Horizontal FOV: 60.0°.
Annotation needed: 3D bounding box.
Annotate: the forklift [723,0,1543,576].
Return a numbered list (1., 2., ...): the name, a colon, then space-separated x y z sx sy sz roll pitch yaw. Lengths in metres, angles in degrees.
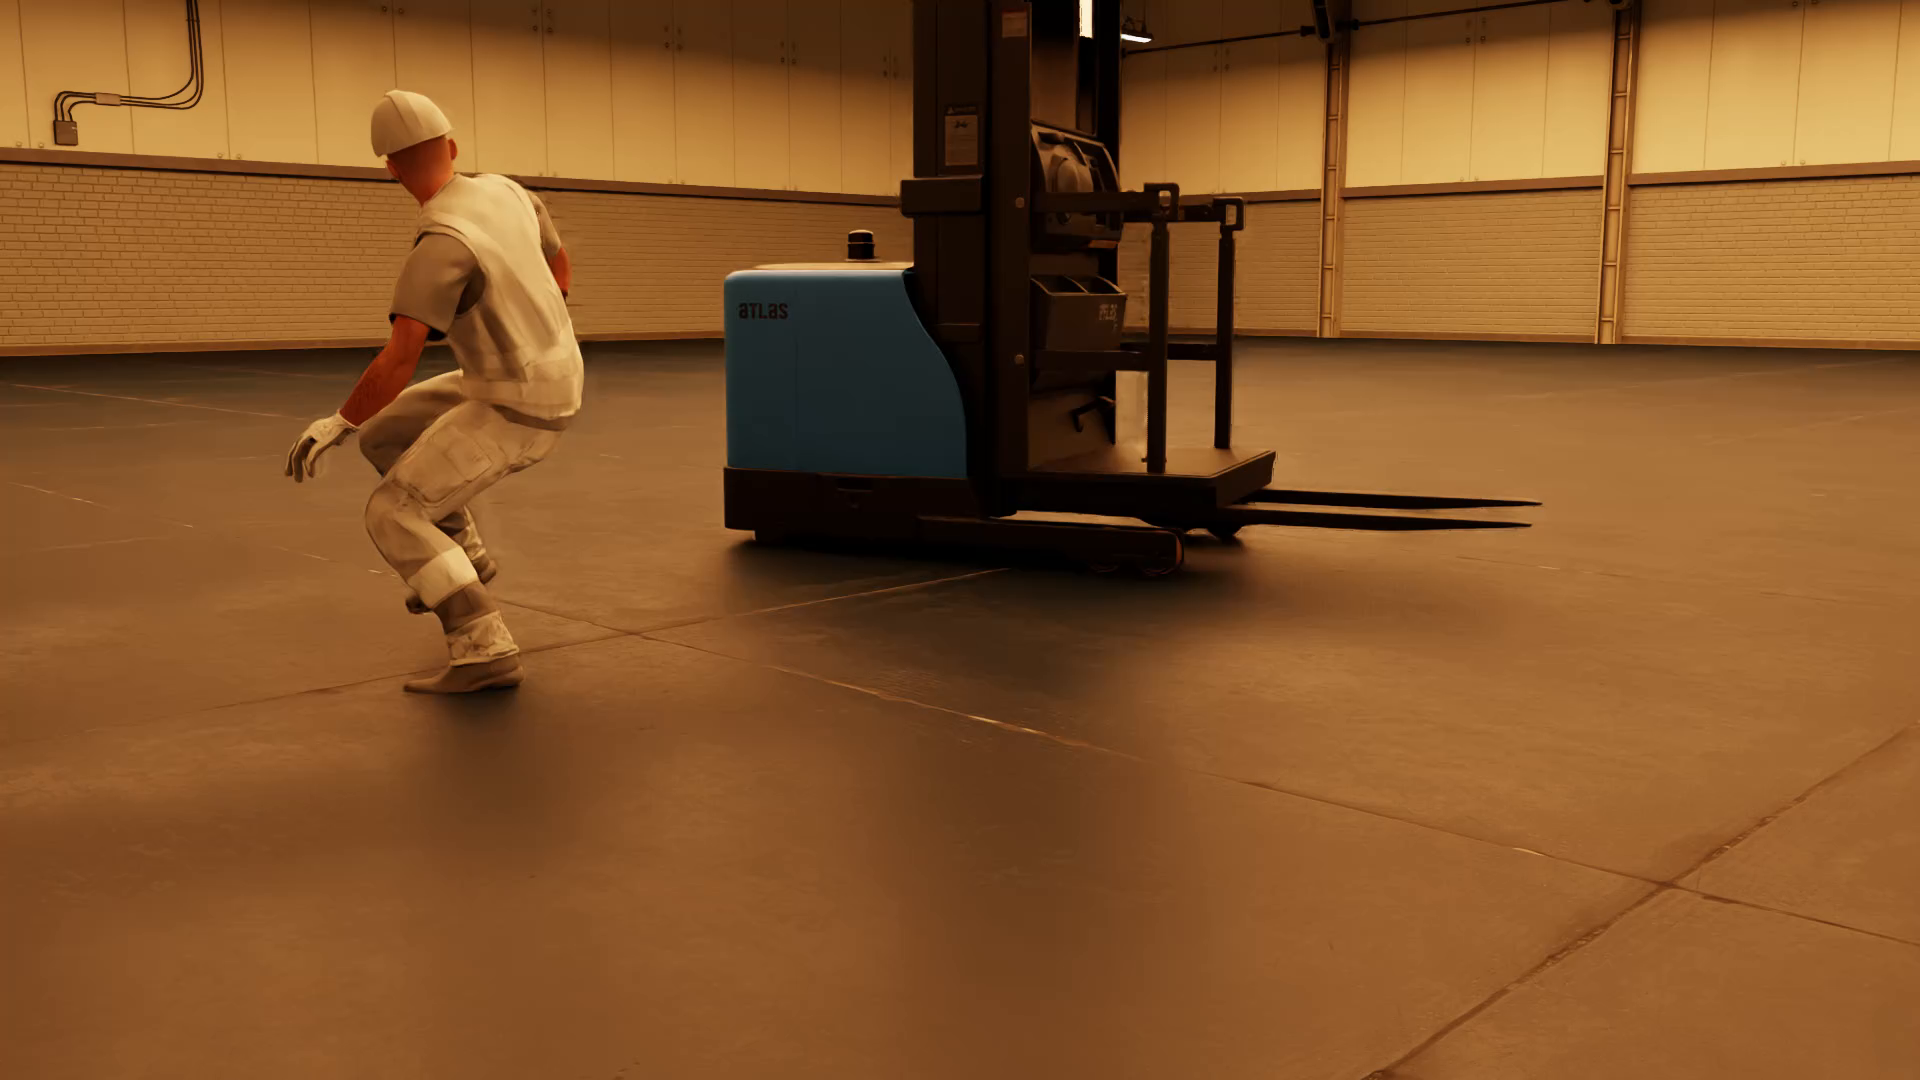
1. forklift: 0.632 -1.411 6.242 3.031 2.935 1.130 4 9 22

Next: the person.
1. person: -1.360 -0.401 4.442 0.680 1.536 0.811 -1 9 -4
